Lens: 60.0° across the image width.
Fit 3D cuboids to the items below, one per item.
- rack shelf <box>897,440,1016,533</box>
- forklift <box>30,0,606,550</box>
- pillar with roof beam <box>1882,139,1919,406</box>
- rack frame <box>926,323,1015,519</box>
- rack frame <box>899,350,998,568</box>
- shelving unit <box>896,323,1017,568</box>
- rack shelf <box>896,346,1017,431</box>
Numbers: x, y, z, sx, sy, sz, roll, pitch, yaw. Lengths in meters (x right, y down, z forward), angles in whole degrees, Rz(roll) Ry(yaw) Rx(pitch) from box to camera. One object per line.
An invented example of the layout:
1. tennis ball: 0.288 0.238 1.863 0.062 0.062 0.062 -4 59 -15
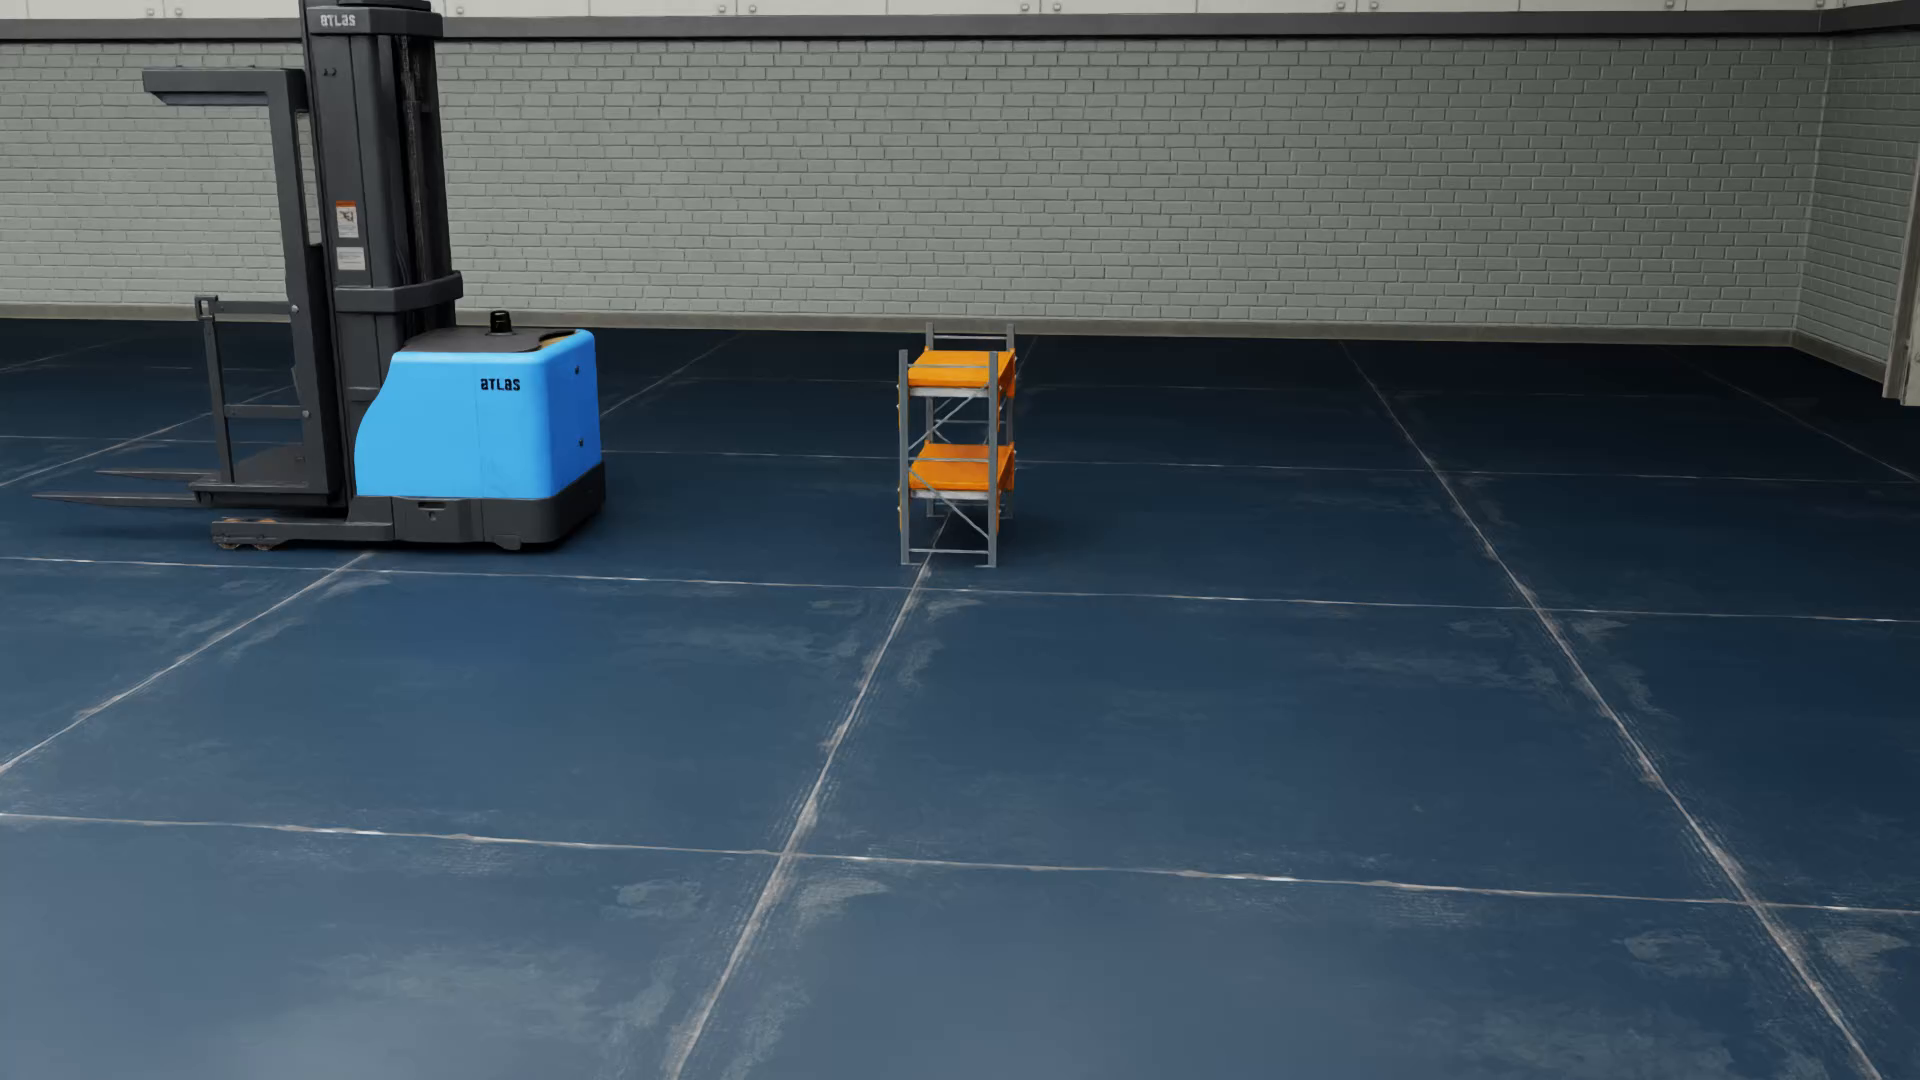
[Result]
1. rack shelf: -0.001 -0.305 9.073 0.538 0.278 1.000 2 15 6
2. forklift: -3.617 -1.497 9.082 3.031 2.935 1.130 1 15 5
3. pillar with roof beam: 3.306 -5.574 12.537 9.100 9.000 0.400 2 15 6
4. rack frame: 0.057 -0.673 9.496 0.500 1.125 0.032 2 15 6
5. rack frame: -0.058 -0.409 8.521 0.500 1.125 0.032 2 15 6
6. shelving unit: -0.001 -0.541 9.009 0.538 1.125 1.048 2 15 6
7. rack shelf: -0.001 -0.824 8.932 0.538 0.278 1.000 2 15 6
